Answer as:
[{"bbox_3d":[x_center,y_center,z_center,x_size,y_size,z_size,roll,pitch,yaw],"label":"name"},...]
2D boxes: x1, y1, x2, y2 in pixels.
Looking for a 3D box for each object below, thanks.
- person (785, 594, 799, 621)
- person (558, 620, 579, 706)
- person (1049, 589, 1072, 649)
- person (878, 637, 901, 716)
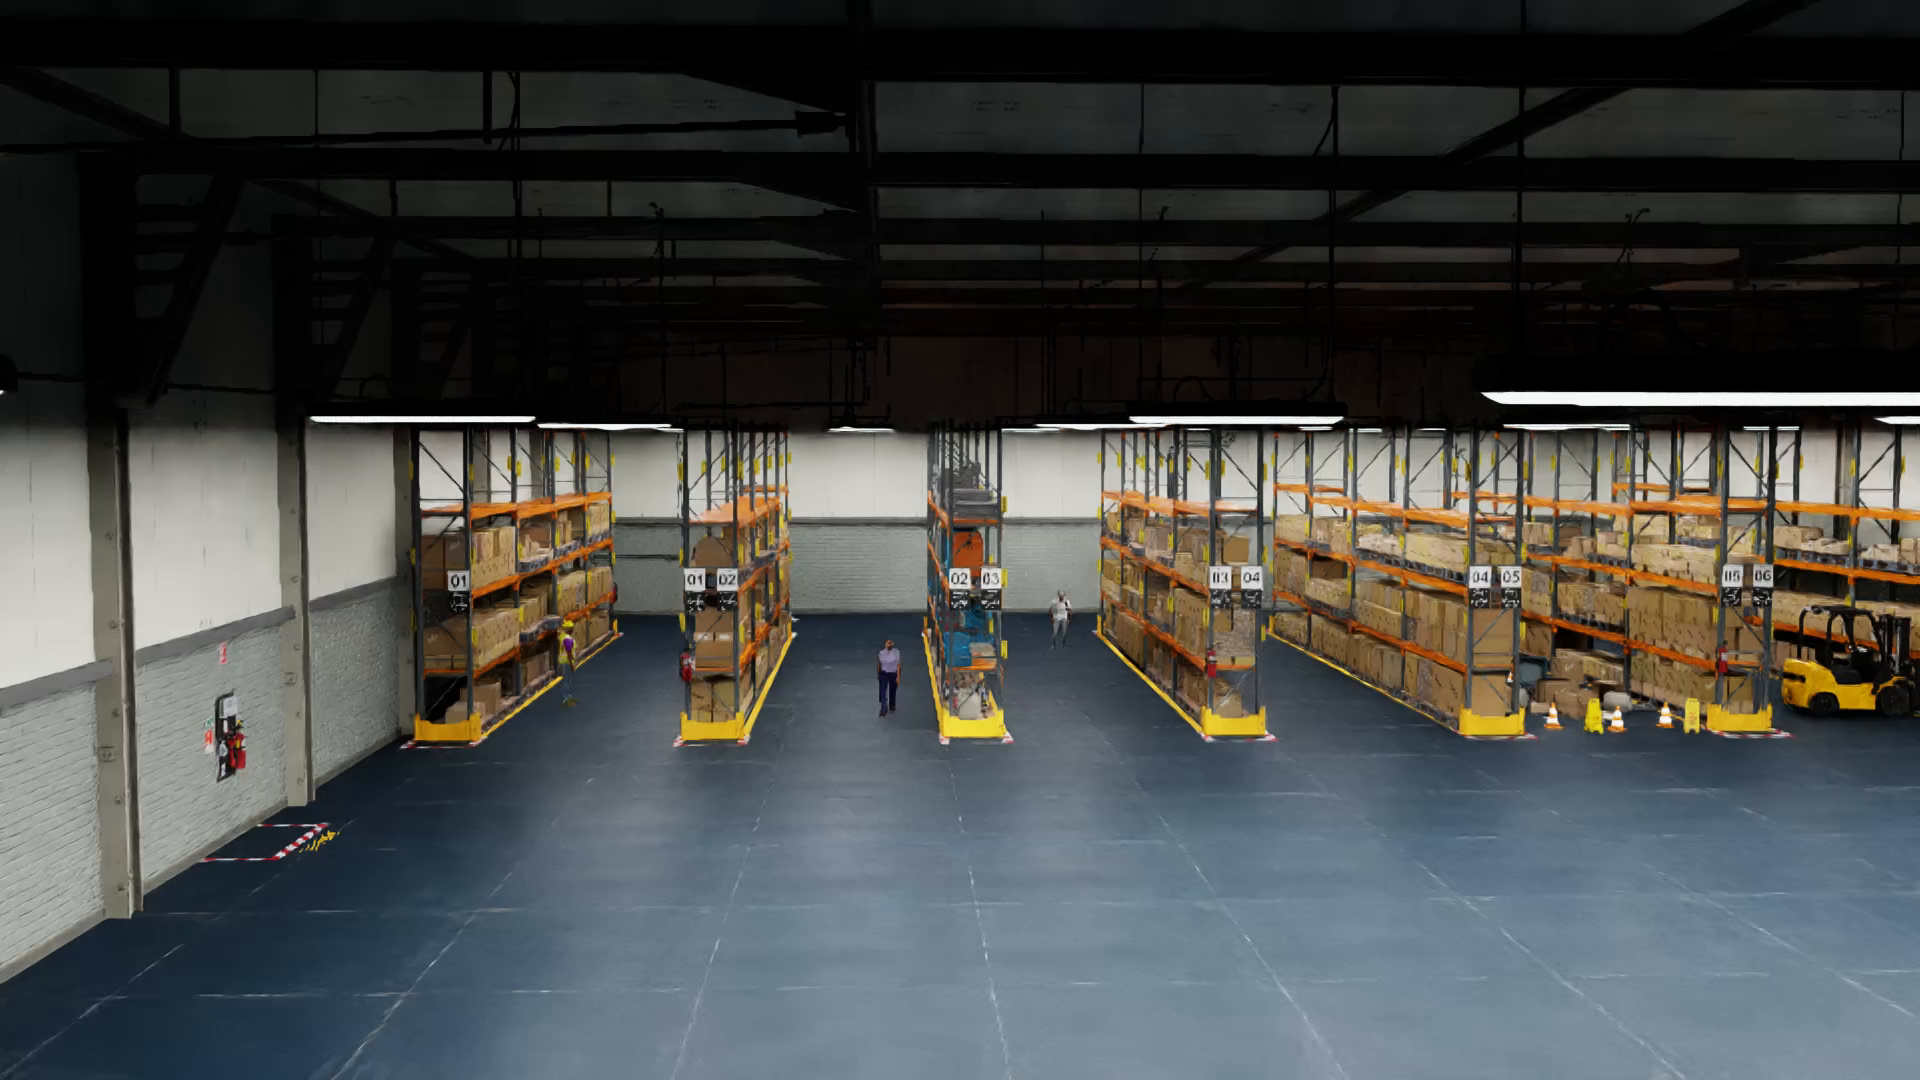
[{"bbox_3d":[-5.322,1.602,50.297,0.577,1.774,0.734,3,5,37],"label":"person"},{"bbox_3d":[-8.231,2.574,35.068,0.464,1.772,0.645,-2,4,-28],"label":"person"},{"bbox_3d":[2.660,2.095,44.079,0.592,1.629,0.532,0,4,-5],"label":"person"},{"bbox_3d":[-1.432,2.770,33.873,0.478,1.539,1.074,0,4,-5],"label":"person"}]
